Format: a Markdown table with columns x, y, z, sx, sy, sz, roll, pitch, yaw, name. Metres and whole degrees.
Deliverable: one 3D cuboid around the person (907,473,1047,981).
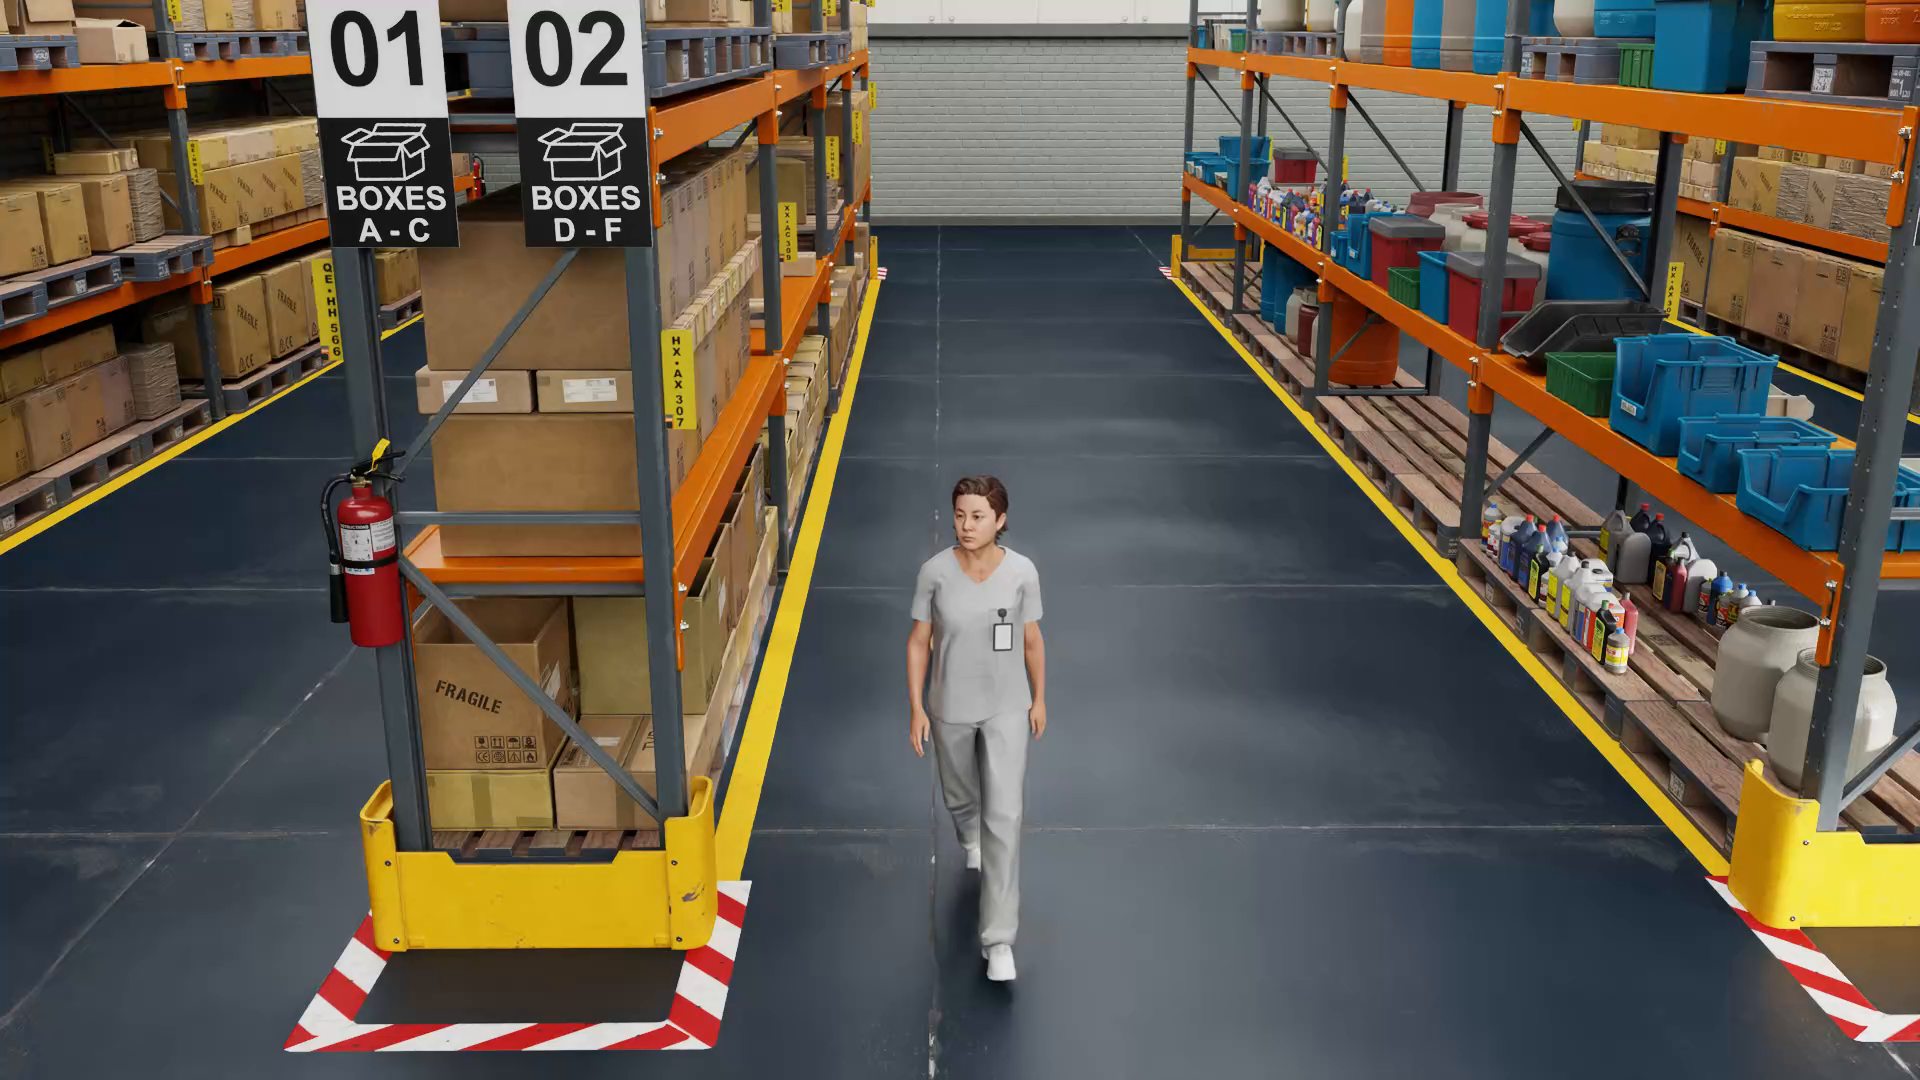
| x | y | z | sx | sy | sz | roll | pitch | yaw | name |
| --- | --- | --- | --- | --- | --- | --- | --- | --- | --- |
| 0.057 | 0.575 | 5.703 | 0.476 | 1.625 | 0.990 | 1 | 17 | 4 | person |
